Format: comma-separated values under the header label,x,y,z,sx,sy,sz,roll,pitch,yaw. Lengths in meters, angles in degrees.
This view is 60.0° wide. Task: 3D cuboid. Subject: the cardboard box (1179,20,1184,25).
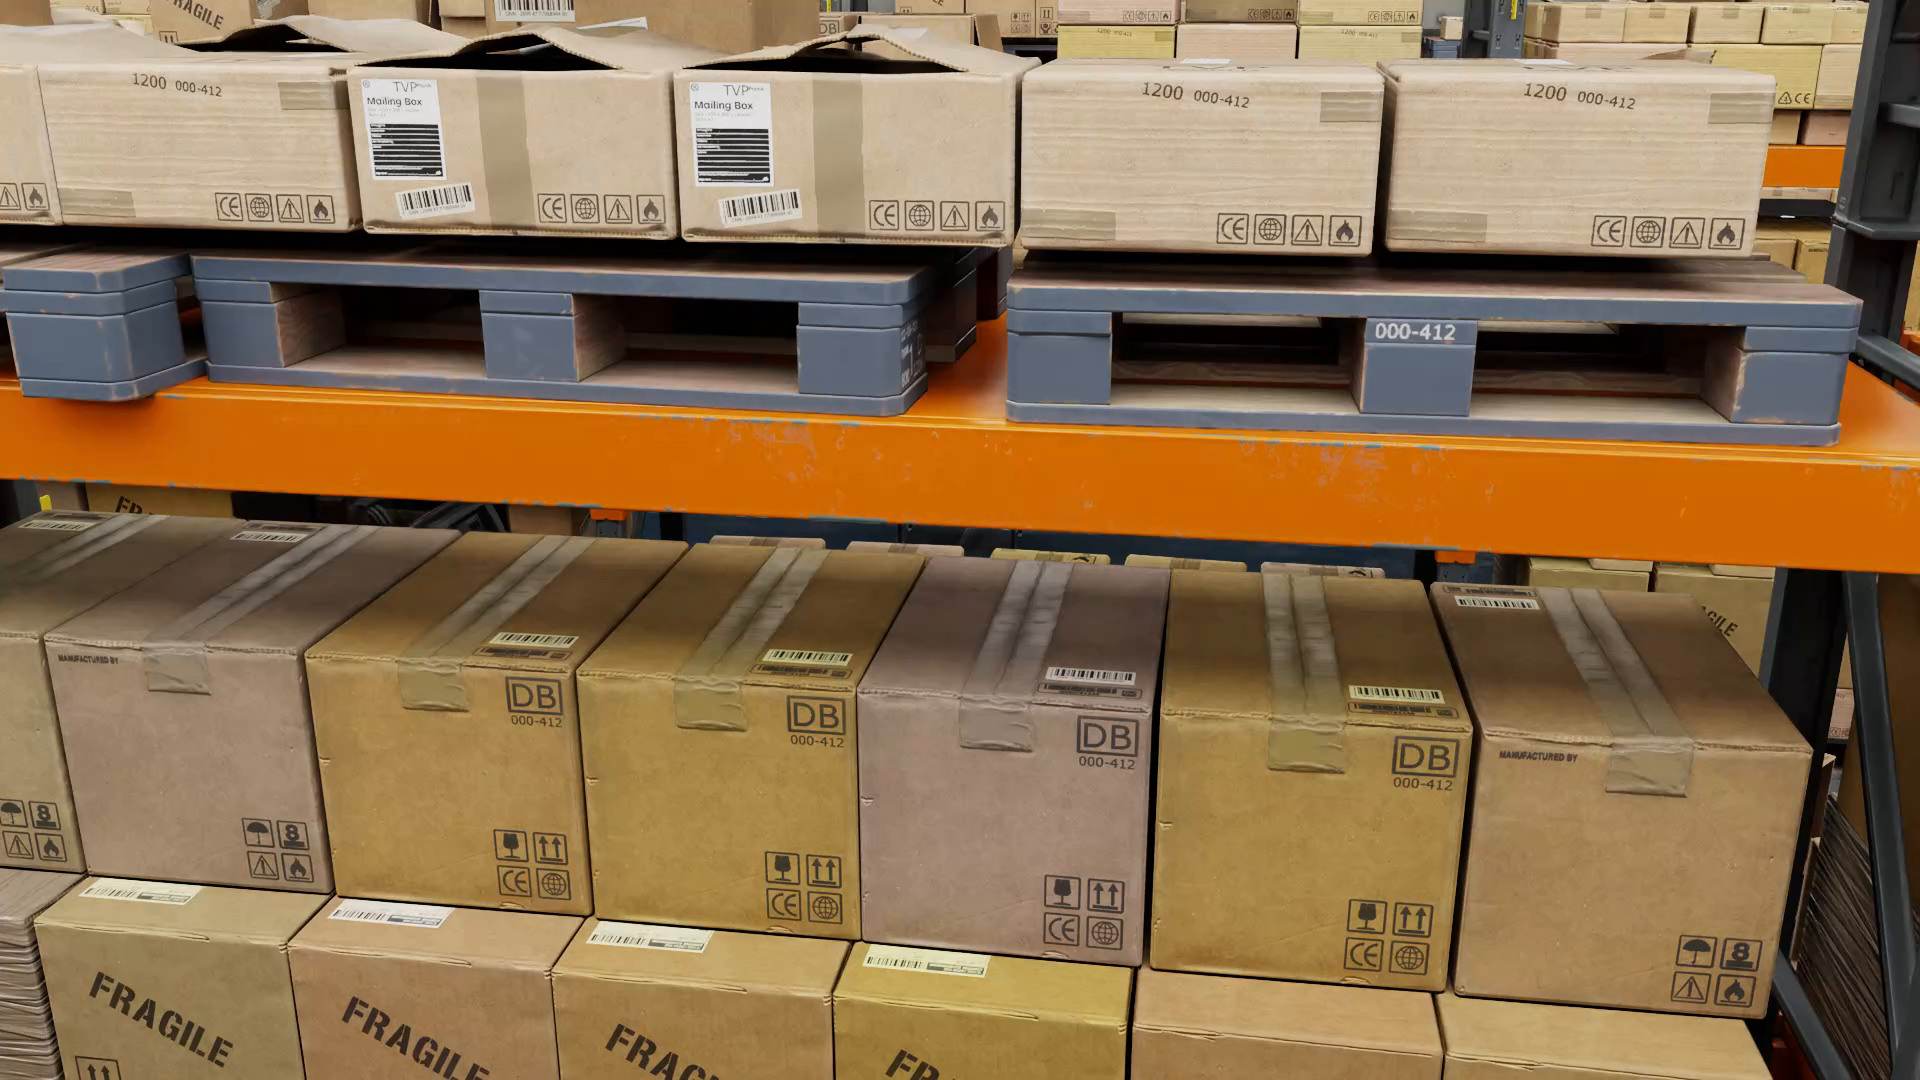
label,x,y,z,sx,sy,sz,roll,pitch,yaw
cardboard box,0.796,-2.321,7.861,0.500,0.250,0.500,3,19,8

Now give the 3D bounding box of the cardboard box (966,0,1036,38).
label,x,y,z,sx,sy,sz,roll,pitch,yaw
cardboard box,0.336,-3.938,12.142,0.500,0.500,0.700,3,19,8

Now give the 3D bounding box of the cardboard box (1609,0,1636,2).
label,x,y,z,sx,sy,sz,roll,pitch,yaw
cardboard box,4.512,-3.563,11.389,0.258,0.266,0.396,2,19,7

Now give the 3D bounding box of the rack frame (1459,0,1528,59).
label,x,y,z,sx,sy,sz,roll,pitch,yaw
rack frame,2.311,-3.417,6.834,0.127,3.000,1.000,3,19,9

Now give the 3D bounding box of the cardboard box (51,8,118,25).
label,x,y,z,sx,sy,sz,roll,pitch,yaw
cardboard box,-4.684,-2.576,8.525,0.500,0.311,0.500,3,19,9

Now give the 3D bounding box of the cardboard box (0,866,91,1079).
label,x,y,z,sx,sy,sz,roll,pitch,yaw
cardboard box,-1.923,0.842,3.401,0.500,0.500,0.500,3,19,9

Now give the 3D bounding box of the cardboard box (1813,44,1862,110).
label,x,y,z,sx,sy,sz,roll,pitch,yaw
cardboard box,3.706,-1.904,6.808,0.500,0.250,0.500,3,19,9

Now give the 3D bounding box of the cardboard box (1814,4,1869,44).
label,x,y,z,sx,sy,sz,roll,pitch,yaw
cardboard box,3.599,-2.097,6.756,0.250,0.149,0.380,2,19,7

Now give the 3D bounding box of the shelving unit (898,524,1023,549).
label,x,y,z,sx,sy,sz,roll,pitch,yaw
shelving unit,0.007,-0.711,10.564,0.755,1.500,0.431,3,19,9

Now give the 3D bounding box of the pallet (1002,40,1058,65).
label,x,y,z,sx,sy,sz,roll,pitch,yaw
pallet,0.934,-3.600,12.406,1.213,0.211,1.003,4,19,11

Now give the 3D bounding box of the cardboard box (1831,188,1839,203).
label,x,y,z,sx,sy,sz,roll,pitch,yaw
cardboard box,6.146,-2.382,11.545,0.250,0.149,0.380,3,19,10

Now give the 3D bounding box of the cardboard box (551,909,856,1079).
label,x,y,z,sx,sy,sz,roll,pitch,yaw
cardboard box,-0.431,0.918,3.174,0.500,0.500,0.500,3,19,8

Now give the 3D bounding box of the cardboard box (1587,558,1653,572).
label,x,y,z,sx,sy,sz,roll,pitch,yaw
cardboard box,2.965,0.009,7.517,0.250,0.149,0.380,3,19,9

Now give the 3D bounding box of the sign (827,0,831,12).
label,x,y,z,sx,sy,sz,roll,pitch,yaw
sign,-0.943,-3.826,11.970,0.005,0.325,0.100,3,19,9

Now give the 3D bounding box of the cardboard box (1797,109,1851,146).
label,x,y,z,sx,sy,sz,roll,pitch,yaw
cardboard box,3.595,-1.732,6.922,0.250,0.149,0.380,2,19,7

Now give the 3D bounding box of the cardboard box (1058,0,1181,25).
label,x,y,z,sx,sy,sz,roll,pitch,yaw
cardboard box,0.708,-2.393,7.288,0.500,0.250,0.500,3,19,10

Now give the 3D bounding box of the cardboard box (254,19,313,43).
label,x,y,z,sx,sy,sz,roll,pitch,yaw
cardboard box,-3.053,-2.291,7.746,0.258,0.266,0.396,2,19,7

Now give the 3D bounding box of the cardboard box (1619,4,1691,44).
label,x,y,z,sx,sy,sz,roll,pitch,yaw
cardboard box,2.832,-2.132,6.858,0.250,0.149,0.380,3,19,10

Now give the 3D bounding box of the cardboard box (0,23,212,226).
label,x,y,z,sx,sy,sz,roll,pitch,yaw
cardboard box,-1.644,-0.739,2.878,0.500,0.311,0.500,3,19,9

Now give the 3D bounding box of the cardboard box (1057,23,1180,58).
label,x,y,z,sx,sy,sz,roll,pitch,yaw
cardboard box,0.710,-2.160,7.378,0.500,0.250,0.500,3,19,9

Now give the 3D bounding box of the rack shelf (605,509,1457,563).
label,x,y,z,sx,sy,sz,roll,pitch,yaw
rack shelf,0.337,-0.332,8.201,4.000,0.370,1.077,3,19,9

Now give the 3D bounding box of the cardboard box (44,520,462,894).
label,x,y,z,sx,sy,sz,roll,pitch,yaw
cardboard box,-1.382,0.312,3.411,0.500,0.500,0.700,3,19,8

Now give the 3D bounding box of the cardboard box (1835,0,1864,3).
label,x,y,z,sx,sy,sz,roll,pitch,yaw
cardboard box,5.928,-3.491,11.174,0.258,0.266,0.396,3,19,9

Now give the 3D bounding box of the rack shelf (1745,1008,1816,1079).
label,x,y,z,sx,sy,sz,roll,pitch,yaw
rack shelf,3.601,1.426,2.949,4.000,0.370,1.077,3,19,9

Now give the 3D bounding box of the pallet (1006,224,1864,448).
label,x,y,z,sx,sy,sz,roll,pitch,yaw
pallet,0.713,-0.379,2.782,1.217,0.209,0.805,2,19,6

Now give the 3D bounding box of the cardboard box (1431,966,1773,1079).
label,x,y,z,sx,sy,sz,roll,pitch,yaw
cardboard box,1.068,0.994,2.948,0.500,0.500,0.500,3,19,8

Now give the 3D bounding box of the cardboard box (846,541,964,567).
label,x,y,z,sx,sy,sz,roll,pitch,yaw
cardboard box,-0.352,0.340,8.540,0.625,0.372,0.950,3,19,8

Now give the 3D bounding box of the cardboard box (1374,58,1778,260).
label,x,y,z,sx,sy,sz,roll,pitch,yaw
cardboard box,0.903,-0.600,2.558,0.500,0.250,0.500,3,19,9

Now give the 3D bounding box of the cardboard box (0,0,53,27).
label,x,y,z,sx,sy,sz,roll,pitch,yaw
cardboard box,-4.763,-2.509,8.027,0.500,0.500,0.500,3,19,8

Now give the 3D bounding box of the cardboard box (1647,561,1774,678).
label,x,y,z,sx,sy,sz,roll,pitch,yaw
cardboard box,3.381,0.315,7.625,0.500,0.500,0.500,4,19,11

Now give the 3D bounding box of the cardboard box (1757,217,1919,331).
label,x,y,z,sx,sy,sz,roll,pitch,yaw
cardboard box,3.704,-1.078,7.097,0.500,0.500,0.700,3,19,7

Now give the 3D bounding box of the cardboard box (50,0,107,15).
label,x,y,z,sx,sy,sz,roll,pitch,yaw
cardboard box,-6.853,-4.285,13.134,0.500,0.250,0.500,3,19,10

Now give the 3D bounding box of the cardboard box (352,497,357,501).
label,x,y,z,sx,sy,sz,roll,pitch,yaw
cardboard box,-3.187,-0.072,8.978,0.875,0.875,0.875,3,19,9

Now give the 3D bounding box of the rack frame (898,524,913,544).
label,x,y,z,sx,sy,sz,roll,pitch,yaw
rack frame,-0.355,-0.729,10.619,0.023,1.500,0.400,3,19,9

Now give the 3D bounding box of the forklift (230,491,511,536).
label,x,y,z,sx,sy,sz,roll,pitch,yaw
forklift,-1.644,0.107,5.863,3.031,2.935,1.130,4,19,11

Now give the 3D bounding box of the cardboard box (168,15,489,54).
label,x,y,z,sx,sy,sz,roll,pitch,yaw
cardboard box,-1.244,-0.886,3.317,0.500,0.311,0.500,3,19,9

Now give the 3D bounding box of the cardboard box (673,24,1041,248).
label,x,y,z,sx,sy,sz,roll,pitch,yaw
cardboard box,-0.140,-0.662,2.649,0.500,0.311,0.500,2,19,7

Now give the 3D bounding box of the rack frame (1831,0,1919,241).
label,x,y,z,sx,sy,sz,roll,pitch,yaw
rack frame,1.626,-1.861,2.184,0.127,3.000,1.000,3,19,9

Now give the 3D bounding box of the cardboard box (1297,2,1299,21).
label,x,y,z,sx,sy,sz,roll,pitch,yaw
cardboard box,2.342,-3.714,11.770,0.500,0.311,0.500,2,19,7

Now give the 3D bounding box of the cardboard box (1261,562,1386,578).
label,x,y,z,sx,sy,sz,roll,pitch,yaw
cardboard box,1.793,0.449,8.213,0.625,0.372,0.950,3,19,9

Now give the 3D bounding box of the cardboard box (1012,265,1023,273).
label,x,y,z,sx,sy,sz,roll,pitch,yaw
cardboard box,0.303,-0.990,7.745,0.500,0.500,0.500,2,19,7

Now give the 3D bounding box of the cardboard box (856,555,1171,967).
label,x,y,z,sx,sy,sz,roll,pitch,yaw
cardboard box,0.128,0.388,3.182,0.500,0.500,0.700,3,19,9

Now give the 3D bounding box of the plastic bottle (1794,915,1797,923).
label,x,y,z,sx,sy,sz,roll,pitch,yaw
plastic bottle,3.288,1.474,6.302,0.283,0.061,0.133,6,20,18

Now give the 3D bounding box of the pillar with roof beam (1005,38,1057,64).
label,x,y,z,sx,sy,sz,roll,pitch,yaw
pillar with roof beam,-0.107,-4.042,8.701,0.400,9.000,9.100,3,19,9

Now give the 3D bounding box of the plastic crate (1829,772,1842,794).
label,x,y,z,sx,sy,sz,roll,pitch,yaw
plastic crate,3.731,1.148,7.245,0.583,0.080,0.402,-3,19,-10
